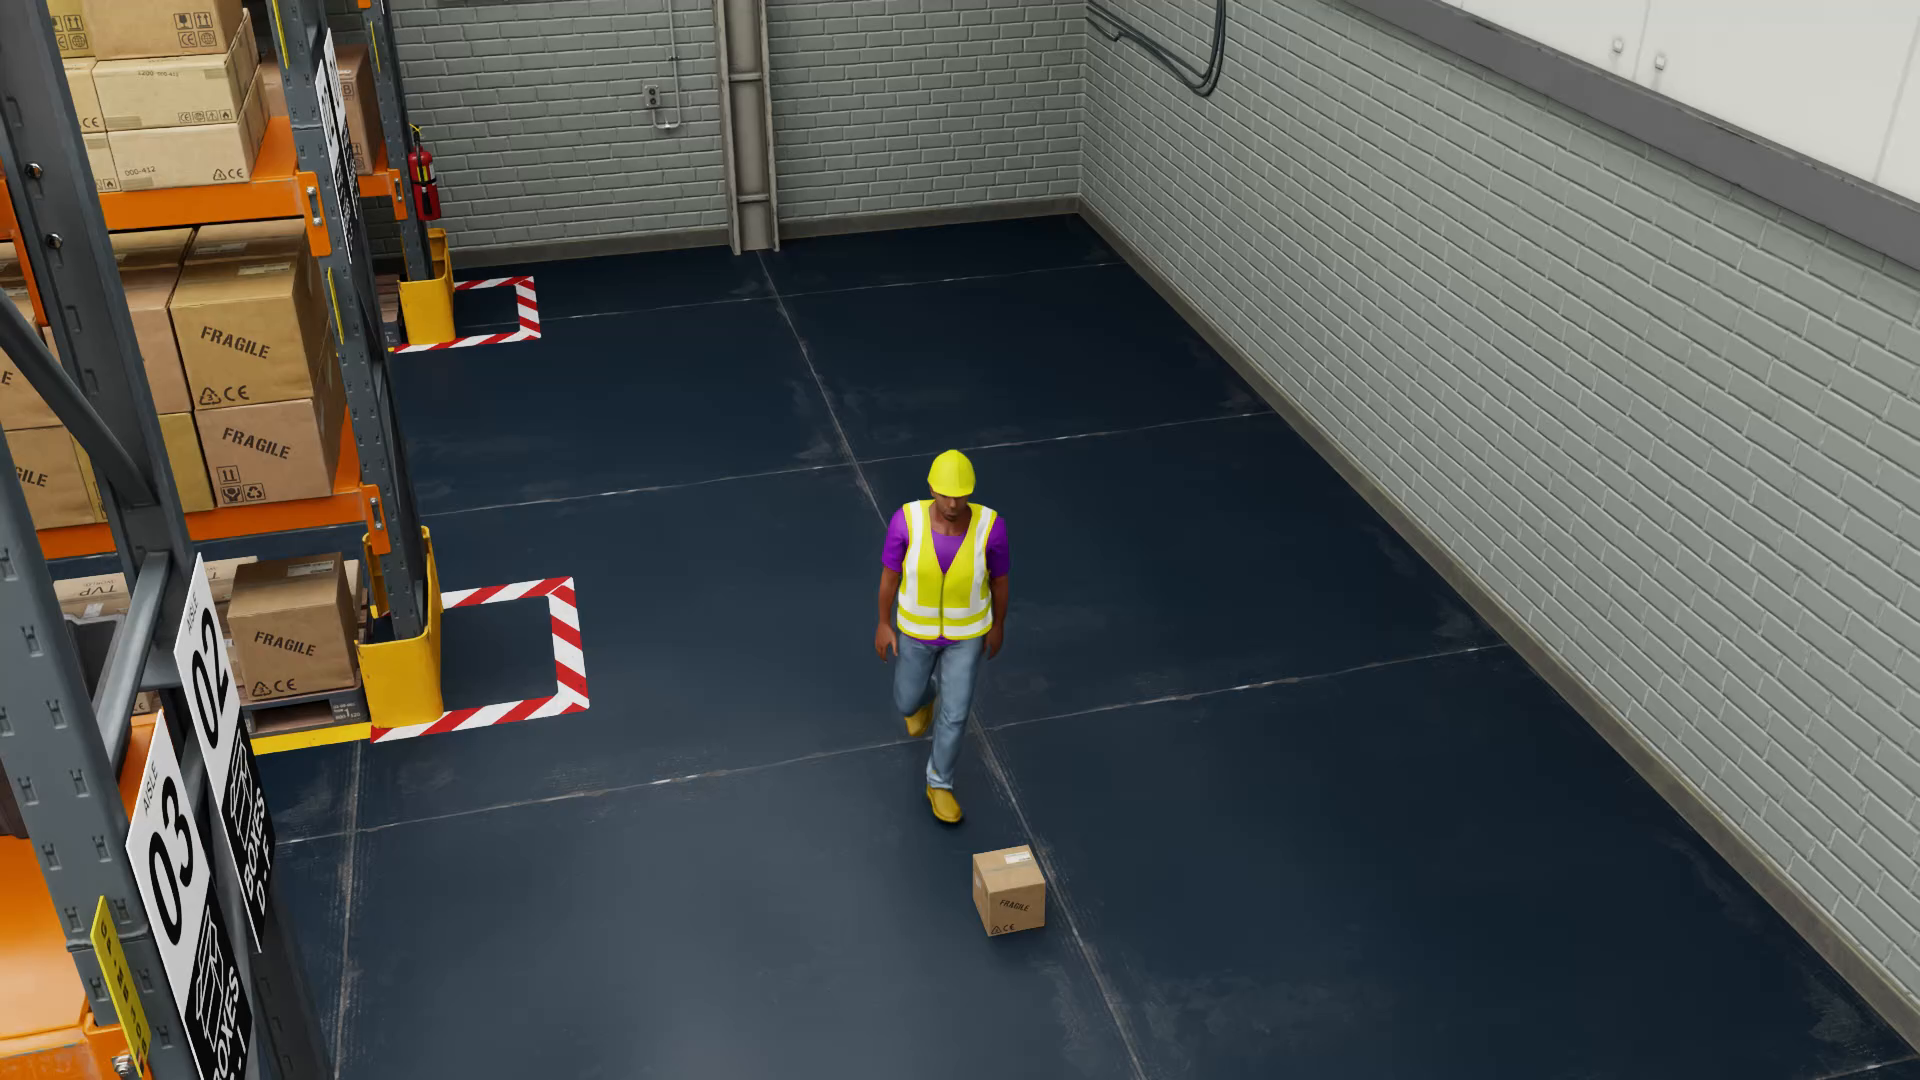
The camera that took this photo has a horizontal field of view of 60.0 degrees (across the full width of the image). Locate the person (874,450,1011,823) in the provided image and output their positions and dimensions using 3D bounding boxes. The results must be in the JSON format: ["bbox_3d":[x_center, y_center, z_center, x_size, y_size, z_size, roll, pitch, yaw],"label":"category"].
[{"bbox_3d":[-0.081,0.375,7.561,0.608,1.744,0.796,3,30,5],"label":"person"}]
